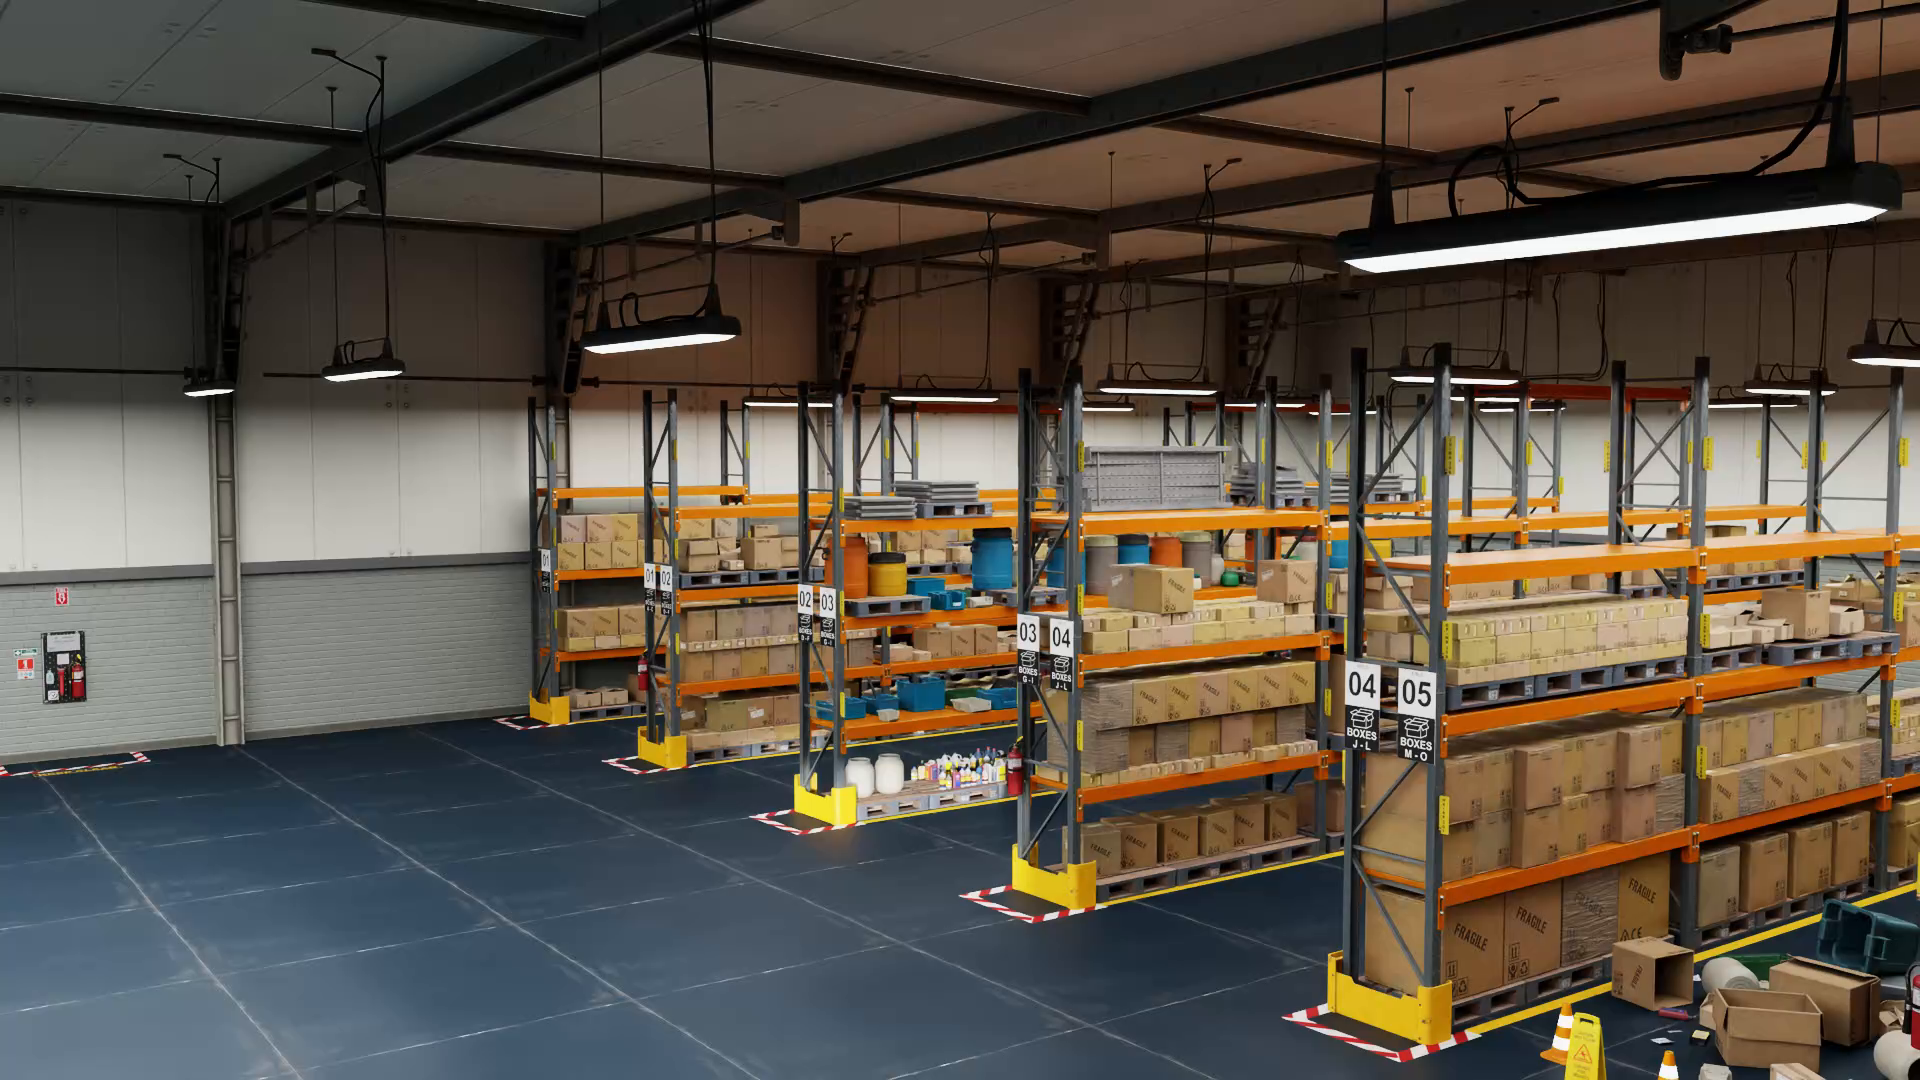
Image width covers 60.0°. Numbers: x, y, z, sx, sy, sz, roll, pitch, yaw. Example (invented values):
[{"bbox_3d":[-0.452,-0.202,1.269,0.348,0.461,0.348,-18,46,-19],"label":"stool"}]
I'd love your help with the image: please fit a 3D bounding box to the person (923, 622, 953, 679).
[{"bbox_3d":[-0.418,1.968,34.177,0.403,1.854,0.626,3,5,43],"label":"person"}]
